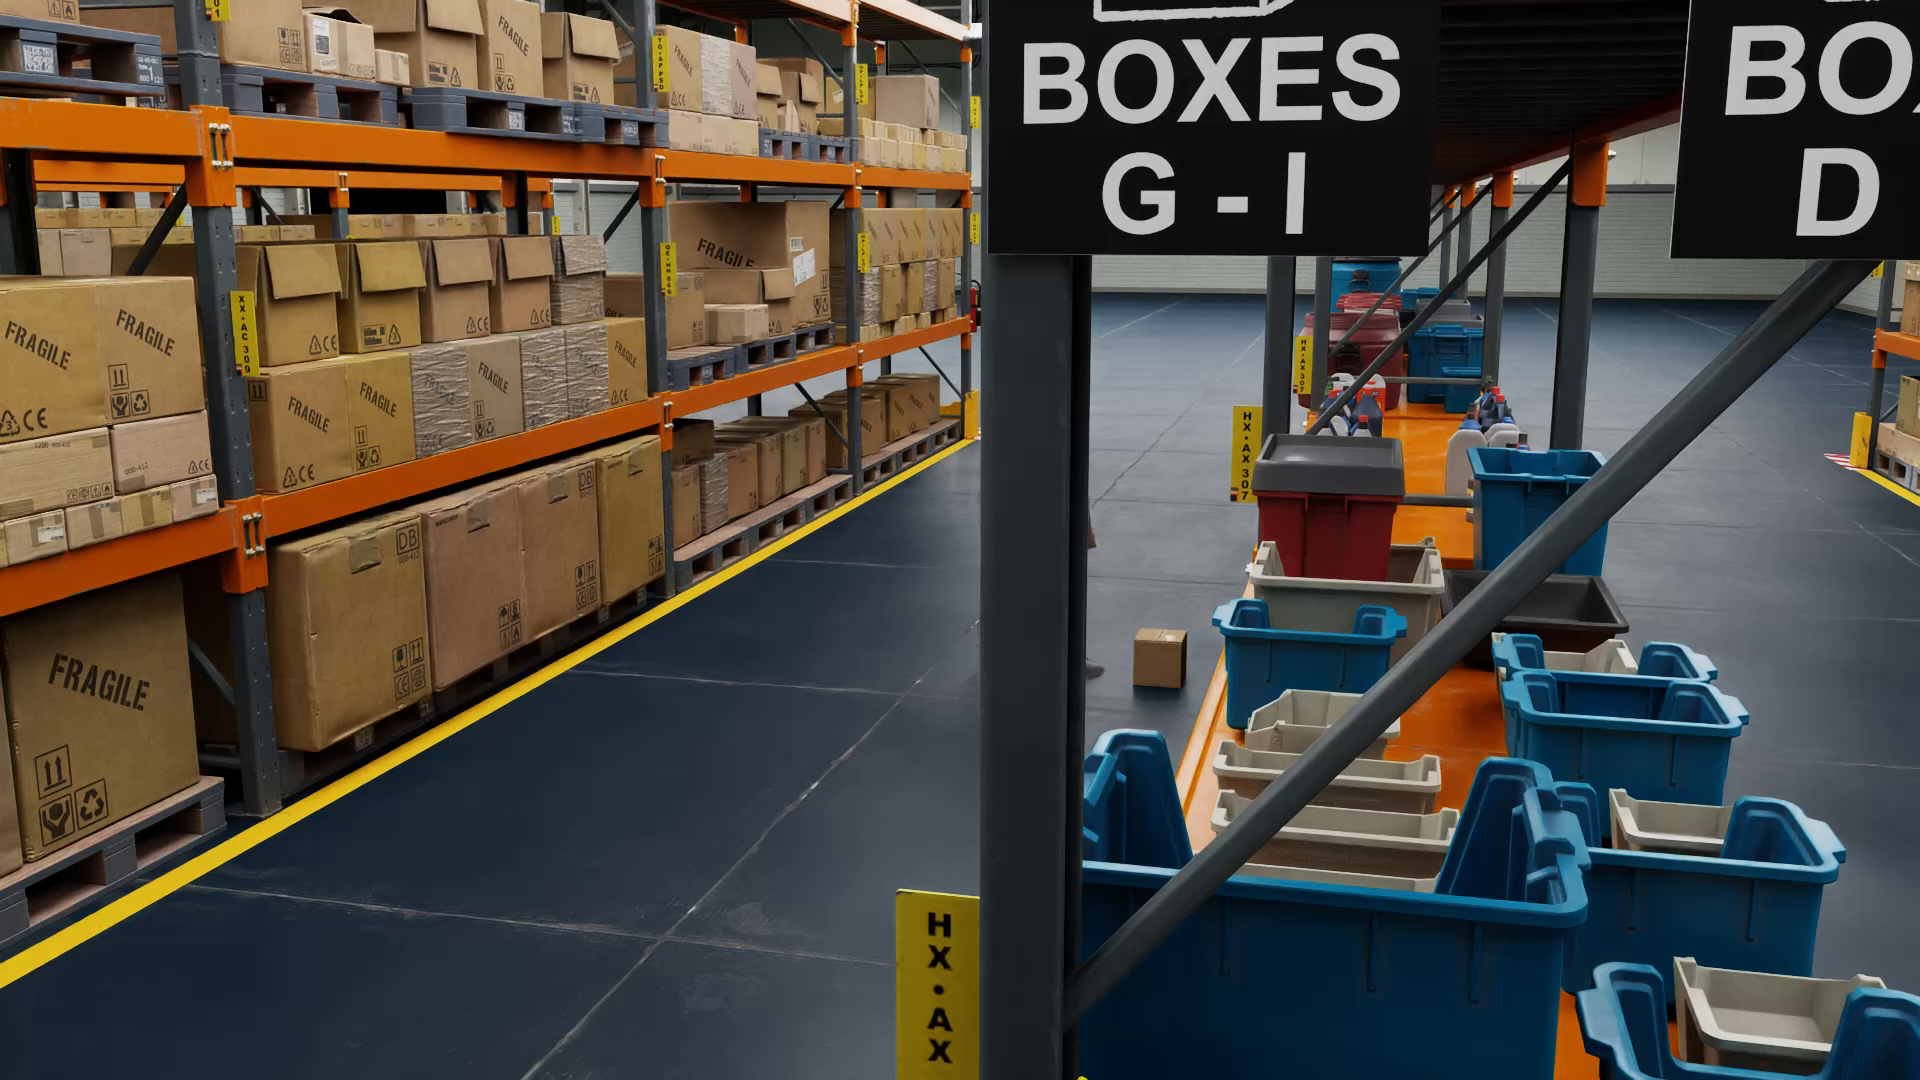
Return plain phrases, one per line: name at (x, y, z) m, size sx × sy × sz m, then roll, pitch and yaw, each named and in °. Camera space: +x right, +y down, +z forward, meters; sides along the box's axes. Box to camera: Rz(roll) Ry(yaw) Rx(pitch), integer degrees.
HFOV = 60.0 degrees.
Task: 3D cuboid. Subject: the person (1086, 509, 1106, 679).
person at (0.543, -0.175, 8.745) m, size 0.418 × 1.790 × 0.671 m, roll -2°, pitch 11°, yaw -11°
